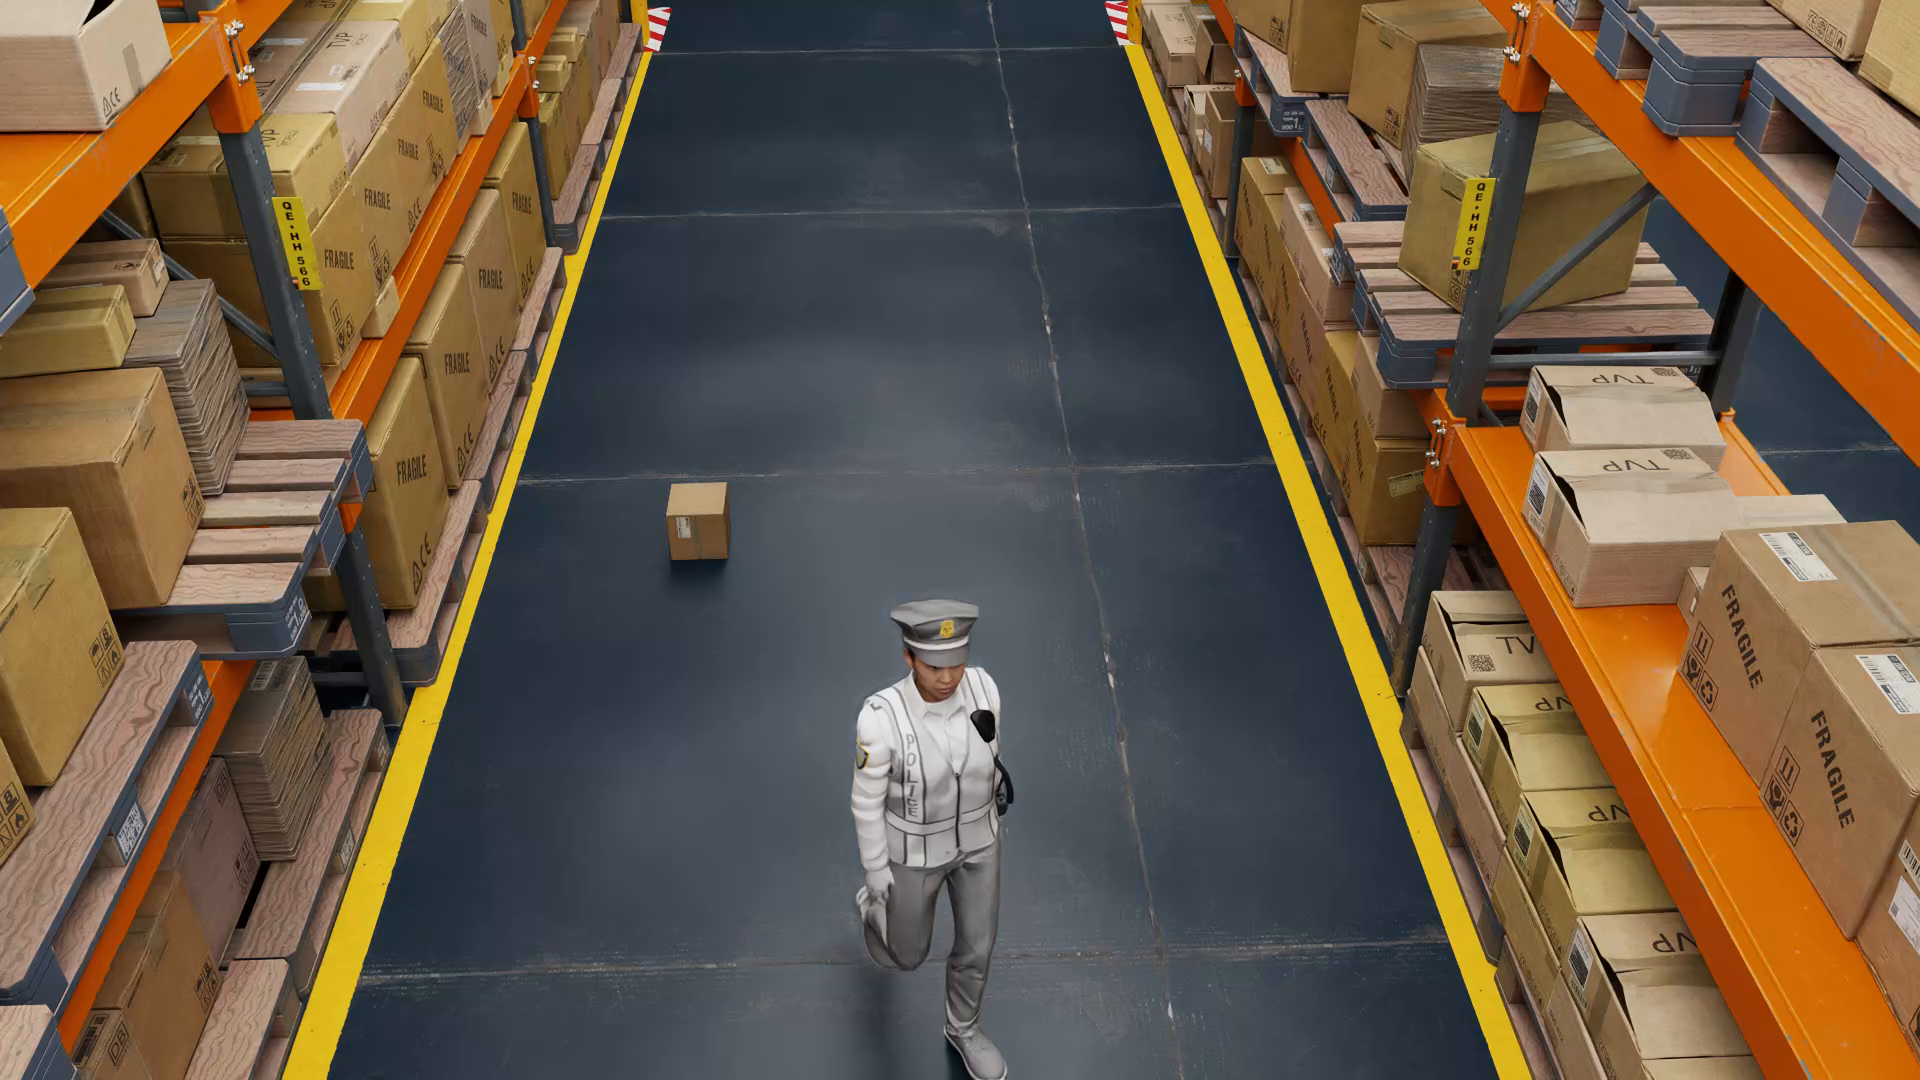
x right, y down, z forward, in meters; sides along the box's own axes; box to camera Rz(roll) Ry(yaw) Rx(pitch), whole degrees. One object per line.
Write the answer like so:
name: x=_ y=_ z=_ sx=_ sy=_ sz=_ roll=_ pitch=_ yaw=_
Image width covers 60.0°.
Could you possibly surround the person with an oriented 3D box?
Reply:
person: x=-0.074 y=0.862 z=4.881 sx=0.490 sy=1.671 sz=0.654 roll=-16 pitch=38 yaw=-21
